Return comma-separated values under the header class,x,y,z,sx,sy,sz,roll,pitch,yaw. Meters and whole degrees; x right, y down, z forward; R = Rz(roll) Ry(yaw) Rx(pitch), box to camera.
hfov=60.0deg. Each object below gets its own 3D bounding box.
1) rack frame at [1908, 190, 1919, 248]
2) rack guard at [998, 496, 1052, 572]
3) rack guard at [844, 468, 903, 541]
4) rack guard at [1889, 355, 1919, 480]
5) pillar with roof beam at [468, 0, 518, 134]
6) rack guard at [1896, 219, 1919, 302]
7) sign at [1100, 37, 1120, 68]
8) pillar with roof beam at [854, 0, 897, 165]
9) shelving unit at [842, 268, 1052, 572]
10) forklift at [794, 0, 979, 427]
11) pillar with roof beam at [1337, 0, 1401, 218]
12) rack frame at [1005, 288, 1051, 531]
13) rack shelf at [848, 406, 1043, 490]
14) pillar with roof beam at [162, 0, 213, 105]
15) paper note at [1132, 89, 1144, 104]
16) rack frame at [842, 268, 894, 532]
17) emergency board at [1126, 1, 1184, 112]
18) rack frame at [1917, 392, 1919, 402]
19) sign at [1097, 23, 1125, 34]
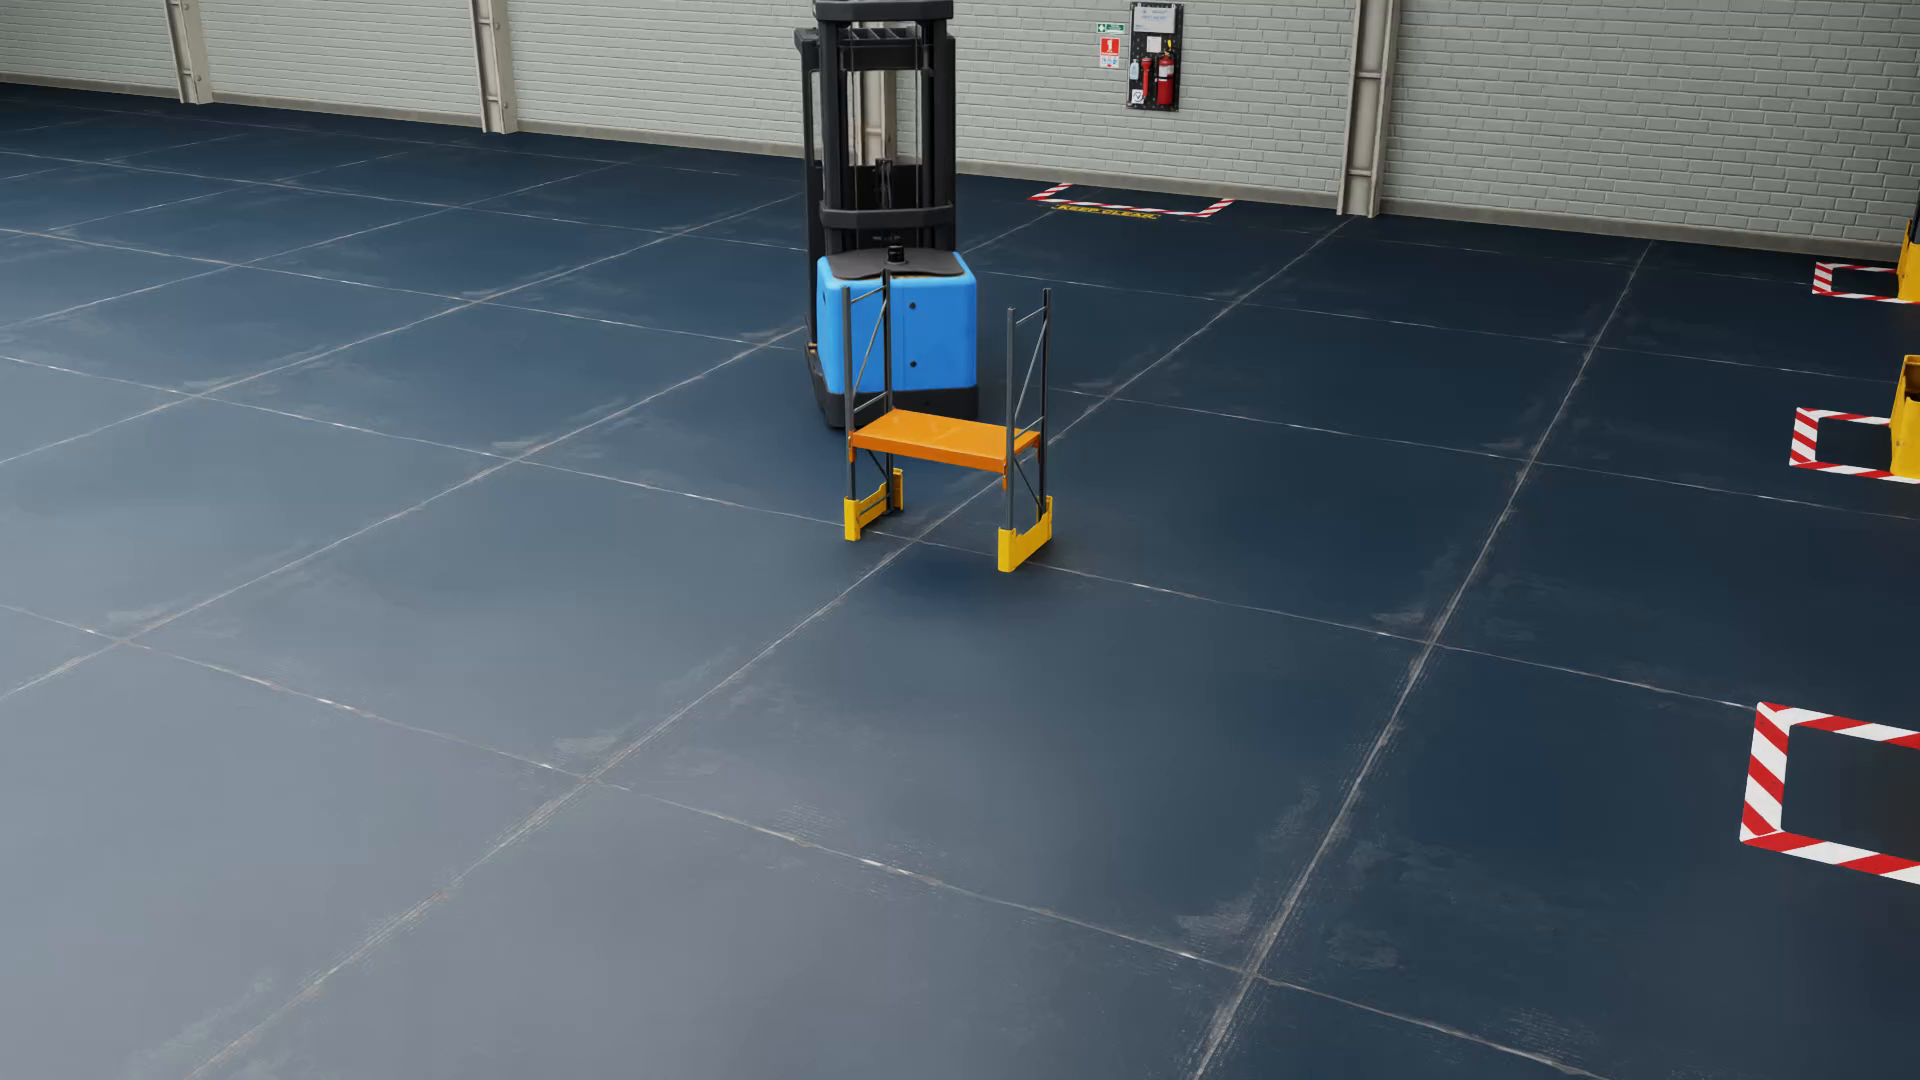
class,x,y,z,sx,sy,sz,roll,pitch,yaw
rack frame,8.676,-3.698,14.614,0.127,3.000,1.000,11,25,25
rack guard,0.376,-0.041,9.526,0.087,0.250,0.587,11,25,25
rack guard,-0.512,-0.216,9.940,0.087,0.250,0.587,11,25,25
rack guard,6.423,-0.822,11.043,0.348,0.500,1.175,11,25,25
pillar with roof beam,-8.315,-8.313,17.798,0.400,9.000,9.100,11,25,25
rack guard,8.744,-2.535,15.071,0.348,0.500,1.175,11,25,25
sign,1.701,-5.536,18.890,0.234,0.329,0.001,11,25,25
pillar with roof beam,-2.961,-7.253,15.307,0.400,9.000,9.100,11,25,25
shelving unit,-0.068,-0.704,9.488,1.083,1.500,0.587,11,25,25
forklift,-0.612,-2.663,12.267,1.130,2.935,3.031,-4,23,-8
pillar with roof beam,2.394,-6.194,12.815,0.400,9.000,9.100,11,25,25
rack frame,0.378,-0.615,9.281,0.032,1.500,0.500,11,25,25
rack shelf,-0.076,-0.540,9.562,1.000,0.185,0.538,11,25,25
pillar with roof beam,-13.670,-9.372,20.289,0.400,9.000,9.100,11,25,25
paper note,2.021,-5.036,18.885,0.142,0.148,0.016,11,25,25
rack frame,-0.530,-0.795,9.703,0.032,1.500,0.500,11,25,25
emergency board,2.148,-5.386,18.582,0.643,1.169,0.194,11,25,25
rack frame,6.444,-1.968,10.544,0.127,3.000,1.000,11,25,25
sign,1.701,-5.776,18.777,0.331,0.109,0.001,11,25,25
